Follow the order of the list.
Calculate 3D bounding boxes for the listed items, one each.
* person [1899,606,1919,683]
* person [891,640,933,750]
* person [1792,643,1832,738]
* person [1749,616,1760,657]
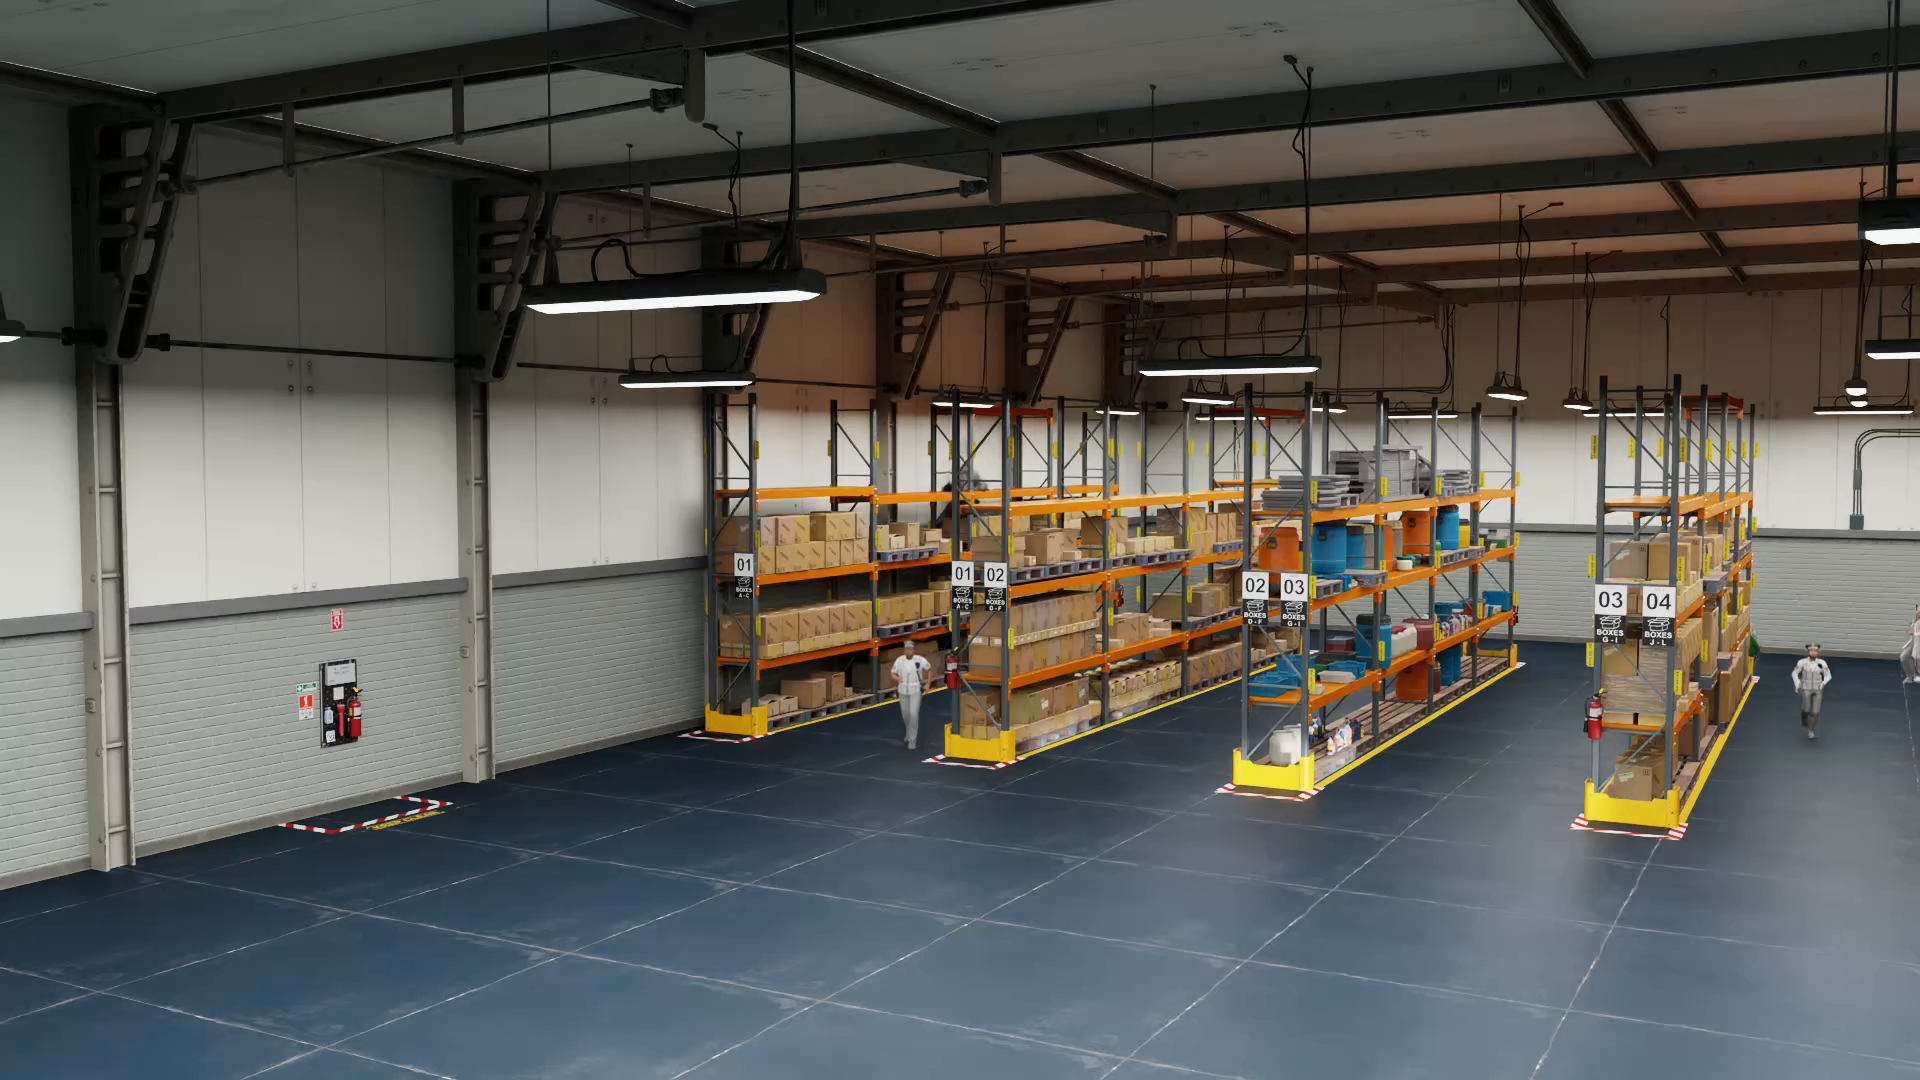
[{"bbox_3d":[20.463,2.268,35.394,0.703,1.763,0.852,0,3,0],"label":"person"},{"bbox_3d":[-0.833,2.604,28.144,0.679,1.836,0.814,1,3,13],"label":"person"},{"bbox_3d":[14.884,2.616,29.060,0.616,1.660,0.554,1,3,23],"label":"person"},{"bbox_3d":[17.627,2.117,37.246,0.538,1.731,0.706,1,3,26],"label":"person"}]
